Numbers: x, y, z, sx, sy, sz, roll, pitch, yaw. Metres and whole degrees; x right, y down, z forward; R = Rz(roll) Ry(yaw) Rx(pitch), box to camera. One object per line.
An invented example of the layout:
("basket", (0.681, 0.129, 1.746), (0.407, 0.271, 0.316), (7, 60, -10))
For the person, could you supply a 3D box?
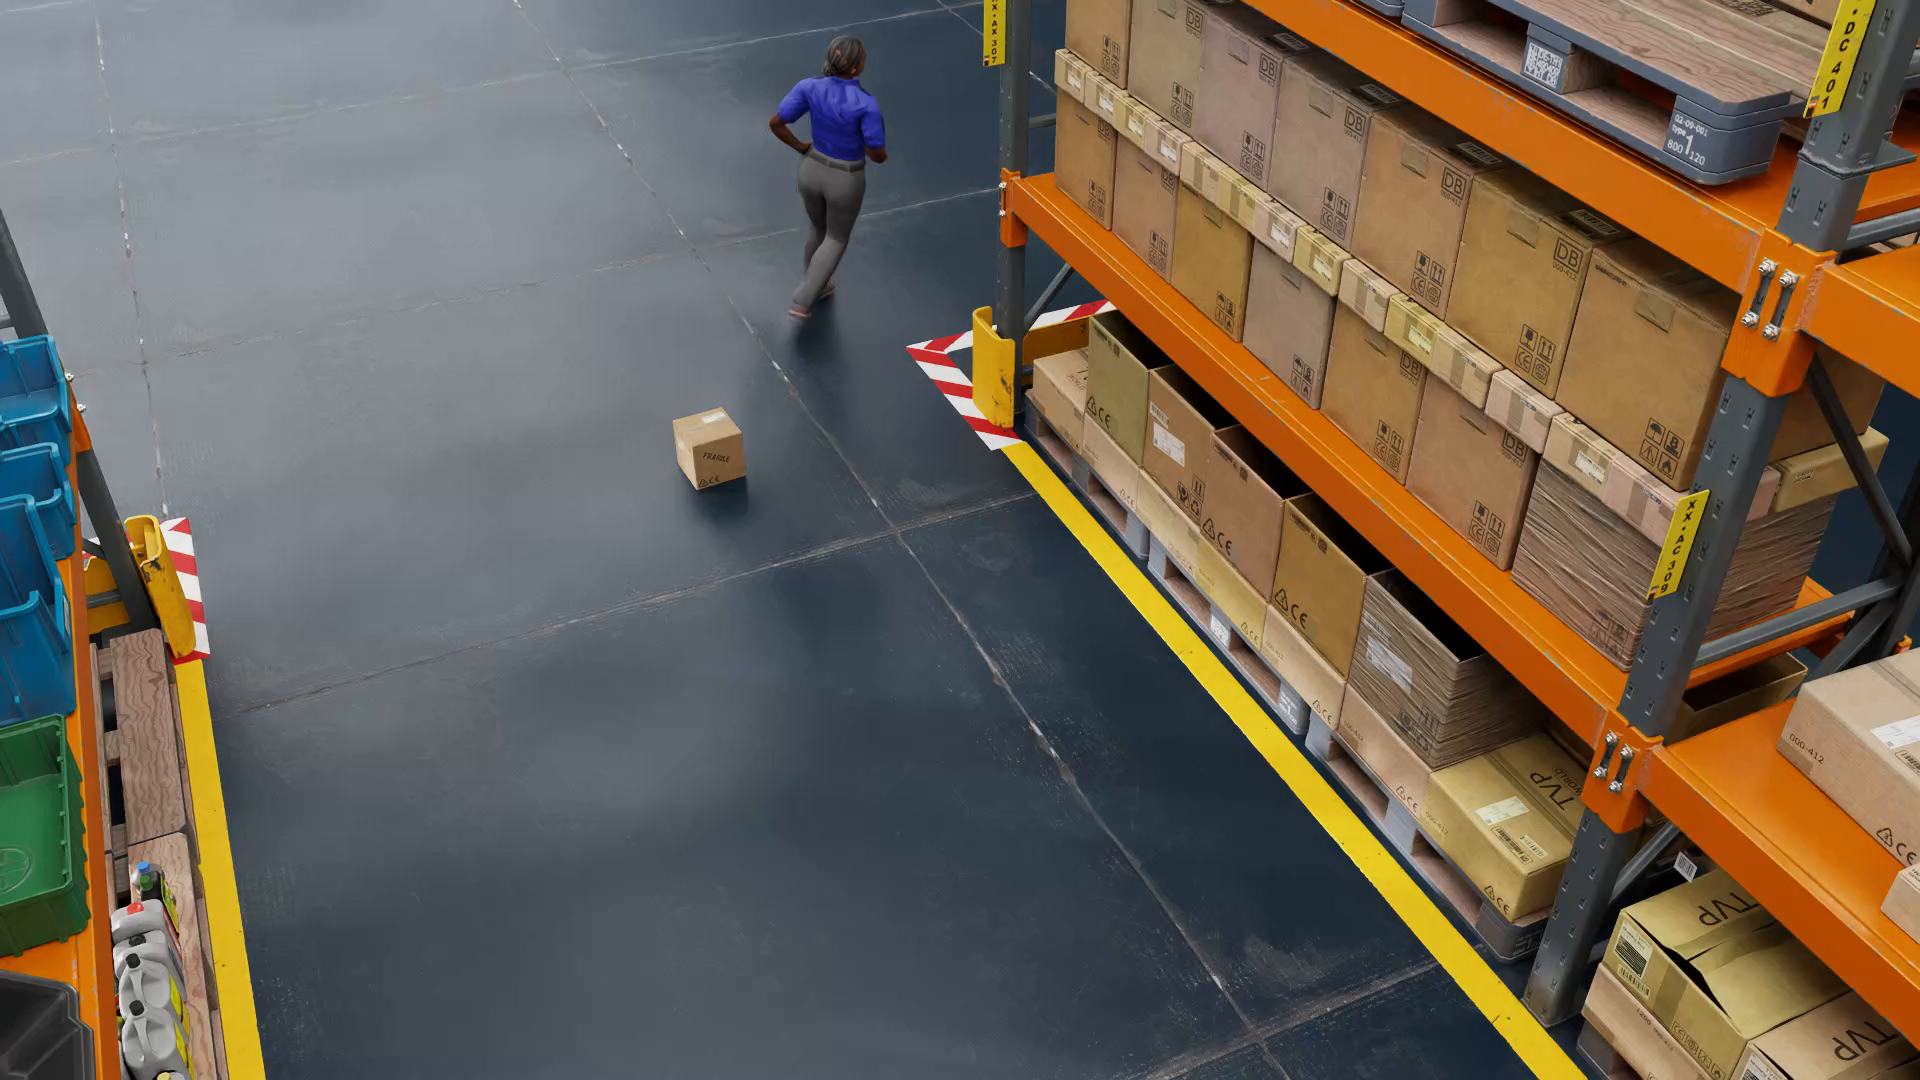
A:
("person", (-0.631, -1.835, 8.587), (0.624, 1.628, 0.681), (15, 40, 19))
